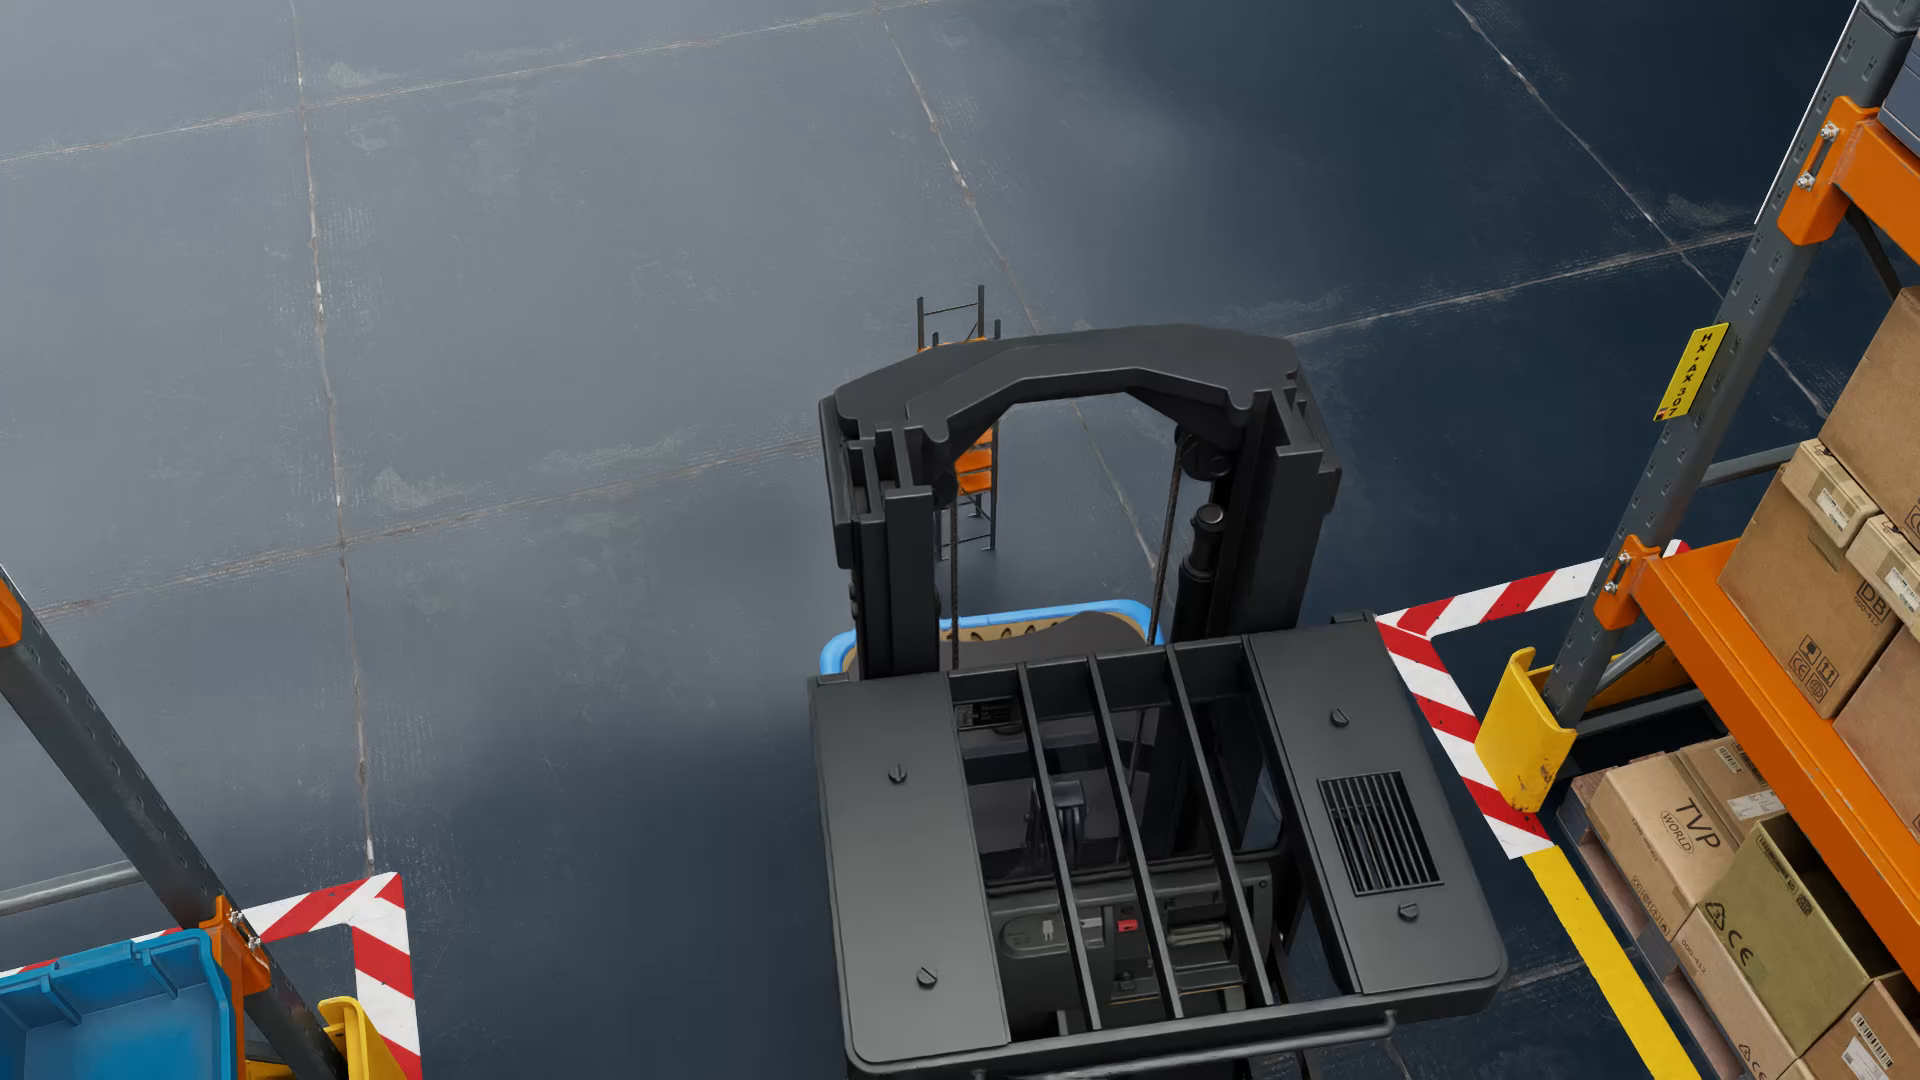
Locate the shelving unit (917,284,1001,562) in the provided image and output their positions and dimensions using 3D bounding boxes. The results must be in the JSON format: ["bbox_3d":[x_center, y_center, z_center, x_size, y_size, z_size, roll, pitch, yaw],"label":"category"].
[{"bbox_3d":[-0.004,-0.397,6.090,0.258,1.200,0.189,-13,51,-11],"label":"shelving unit"}]

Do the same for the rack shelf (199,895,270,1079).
[{"bbox_3d":[-1.710,2.560,2.890,1.077,0.370,4.000,-13,51,-11],"label":"rack shelf"}]

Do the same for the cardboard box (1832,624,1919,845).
[{"bbox_3d":[2.717,0.444,4.138,0.700,0.500,0.500,-12,51,-10],"label":"cardboard box"}]

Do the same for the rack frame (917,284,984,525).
[{"bbox_3d":[-0.031,-0.464,6.146,0.240,1.200,0.006,-13,51,-11],"label":"rack frame"}]

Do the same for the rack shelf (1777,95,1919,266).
[{"bbox_3d":[3.023,0.476,2.685,1.077,0.370,4.000,-13,51,-11],"label":"rack shelf"}]

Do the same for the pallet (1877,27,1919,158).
[{"bbox_3d":[2.616,-0.666,3.235,1.003,0.211,1.213,-13,51,-11],"label":"pallet"}]

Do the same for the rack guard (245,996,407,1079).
[{"bbox_3d":[-2.234,1.718,4.764,1.175,0.500,0.348,-13,51,-11],"label":"rack guard"}]

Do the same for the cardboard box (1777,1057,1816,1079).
[{"bbox_3d":[2.676,1.673,4.691,0.500,0.250,0.500,-13,51,-11],"label":"cardboard box"}]

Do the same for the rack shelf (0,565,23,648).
[{"bbox_3d":[-1.710,1.593,1.743,1.077,0.370,4.000,-13,51,-11],"label":"rack shelf"}]

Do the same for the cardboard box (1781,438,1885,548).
[{"bbox_3d":[2.342,-0.156,4.220,0.380,0.149,0.250,-14,51,-11],"label":"cardboard box"}]

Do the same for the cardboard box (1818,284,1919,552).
[{"bbox_3d":[2.573,-0.318,3.932,0.700,0.500,0.500,-13,51,-11],"label":"cardboard box"}]

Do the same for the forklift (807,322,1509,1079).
[{"bbox_3d":[0.297,1.086,3.707,1.130,2.935,3.031,-6,50,-5],"label":"forklift"}]

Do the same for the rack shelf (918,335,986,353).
[{"bbox_3d":[-0.004,-0.601,5.849,0.258,0.103,0.180,-13,51,-11],"label":"rack shelf"}]

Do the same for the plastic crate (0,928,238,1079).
[{"bbox_3d":[-1.868,1.213,3.652,0.499,0.251,0.616,-13,51,-11],"label":"plastic crate"}]

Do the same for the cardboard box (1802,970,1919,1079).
[{"bbox_3d":[2.687,1.428,4.407,0.500,0.500,0.500,-13,51,-11],"label":"cardboard box"}]

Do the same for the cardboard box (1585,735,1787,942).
[{"bbox_3d":[2.377,0.943,5.307,0.500,0.250,0.500,-13,51,-11],"label":"cardboard box"}]

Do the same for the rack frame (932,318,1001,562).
[{"bbox_3d":[0.023,-0.330,6.034,0.240,1.200,0.006,-13,51,-11],"label":"rack frame"}]

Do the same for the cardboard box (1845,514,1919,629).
[{"bbox_3d":[2.422,0.036,4.058,0.380,0.149,0.250,-15,51,-12],"label":"cardboard box"}]

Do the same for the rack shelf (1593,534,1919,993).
[{"bbox_3d":[3.023,1.443,3.832,1.077,0.370,4.000,-13,51,-11],"label":"rack shelf"}]

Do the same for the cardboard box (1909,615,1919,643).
[{"bbox_3d":[2.495,0.219,3.904,0.380,0.149,0.250,-13,51,-11],"label":"cardboard box"}]

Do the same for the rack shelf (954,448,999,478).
[{"bbox_3d":[-0.004,-0.291,6.216,0.258,0.103,0.180,-13,51,-11],"label":"rack shelf"}]

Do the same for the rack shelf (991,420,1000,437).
[{"bbox_3d":[-0.004,-0.446,6.032,0.258,0.103,0.180,-13,51,-11],"label":"rack shelf"}]

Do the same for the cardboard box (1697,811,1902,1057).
[{"bbox_3d":[2.527,1.066,4.712,0.500,0.500,0.500,-13,51,-11],"label":"cardboard box"}]

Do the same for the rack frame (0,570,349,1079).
[{"bbox_3d":[-2.305,0.868,3.846,0.949,2.616,0.053,-13,51,-11],"label":"rack frame"}]

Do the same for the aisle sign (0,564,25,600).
[{"bbox_3d":[-2.039,-0.090,2.954,0.394,0.787,0.004,-13,51,-11],"label":"aisle sign"}]

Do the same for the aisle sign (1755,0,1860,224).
[{"bbox_3d":[2.119,-1.067,3.777,0.394,0.787,0.004,-13,51,-11],"label":"aisle sign"}]

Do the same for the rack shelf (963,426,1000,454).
[{"bbox_3d":[-0.004,-0.369,6.124,0.258,0.103,0.180,-13,51,-11],"label":"rack shelf"}]

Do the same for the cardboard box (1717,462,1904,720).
[{"bbox_3d":[2.557,0.062,4.460,0.700,0.500,0.500,-13,51,-11],"label":"cardboard box"}]

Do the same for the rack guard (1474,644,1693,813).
[{"bbox_3d":[2.424,0.538,5.759,1.175,0.500,0.348,-13,51,-11],"label":"rack guard"}]

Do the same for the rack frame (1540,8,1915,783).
[{"bbox_3d":[2.431,-0.250,4.788,1.000,3.000,0.127,-13,51,-11],"label":"rack frame"}]

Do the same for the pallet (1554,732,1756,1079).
[{"bbox_3d":[2.698,1.198,5.392,1.003,0.211,1.213,-13,51,-11],"label":"pallet"}]

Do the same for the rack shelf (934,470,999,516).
[{"bbox_3d":[-0.004,-0.214,6.307,0.258,0.103,0.180,-13,51,-11],"label":"rack shelf"}]

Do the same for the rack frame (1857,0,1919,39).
[{"bbox_3d":[2.431,-2.184,2.495,1.000,3.000,0.127,-13,51,-11],"label":"rack frame"}]

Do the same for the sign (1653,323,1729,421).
[{"bbox_3d":[1.899,-0.433,4.325,0.100,0.325,0.005,-13,51,-11],"label":"sign"}]

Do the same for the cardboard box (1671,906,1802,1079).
[{"bbox_3d":[2.529,1.307,4.999,0.500,0.250,0.500,-13,51,-11],"label":"cardboard box"}]
